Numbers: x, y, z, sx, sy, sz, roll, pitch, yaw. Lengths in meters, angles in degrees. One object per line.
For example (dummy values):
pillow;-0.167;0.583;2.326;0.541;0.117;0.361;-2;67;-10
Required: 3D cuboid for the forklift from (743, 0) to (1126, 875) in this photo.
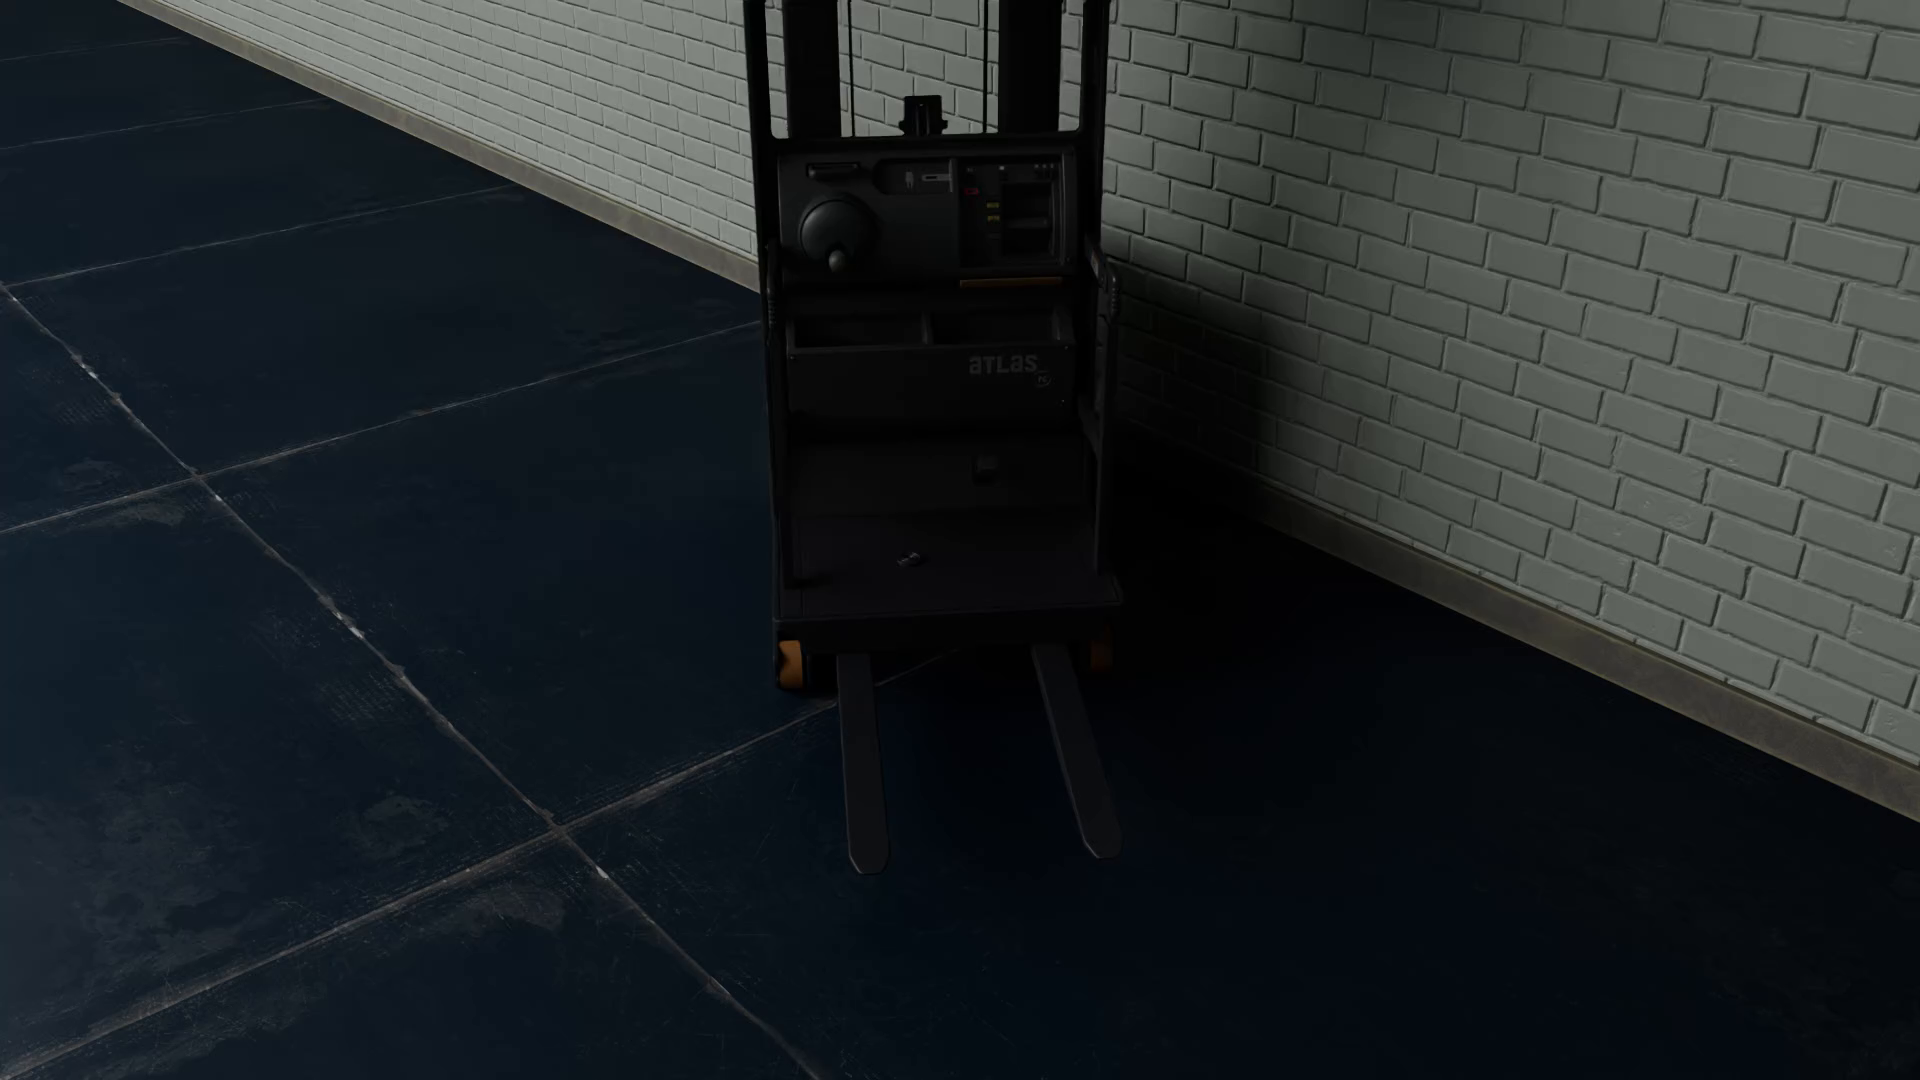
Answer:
forklift;-0.072;-0.979;4.972;1.130;2.935;3.031;-3;28;-5
